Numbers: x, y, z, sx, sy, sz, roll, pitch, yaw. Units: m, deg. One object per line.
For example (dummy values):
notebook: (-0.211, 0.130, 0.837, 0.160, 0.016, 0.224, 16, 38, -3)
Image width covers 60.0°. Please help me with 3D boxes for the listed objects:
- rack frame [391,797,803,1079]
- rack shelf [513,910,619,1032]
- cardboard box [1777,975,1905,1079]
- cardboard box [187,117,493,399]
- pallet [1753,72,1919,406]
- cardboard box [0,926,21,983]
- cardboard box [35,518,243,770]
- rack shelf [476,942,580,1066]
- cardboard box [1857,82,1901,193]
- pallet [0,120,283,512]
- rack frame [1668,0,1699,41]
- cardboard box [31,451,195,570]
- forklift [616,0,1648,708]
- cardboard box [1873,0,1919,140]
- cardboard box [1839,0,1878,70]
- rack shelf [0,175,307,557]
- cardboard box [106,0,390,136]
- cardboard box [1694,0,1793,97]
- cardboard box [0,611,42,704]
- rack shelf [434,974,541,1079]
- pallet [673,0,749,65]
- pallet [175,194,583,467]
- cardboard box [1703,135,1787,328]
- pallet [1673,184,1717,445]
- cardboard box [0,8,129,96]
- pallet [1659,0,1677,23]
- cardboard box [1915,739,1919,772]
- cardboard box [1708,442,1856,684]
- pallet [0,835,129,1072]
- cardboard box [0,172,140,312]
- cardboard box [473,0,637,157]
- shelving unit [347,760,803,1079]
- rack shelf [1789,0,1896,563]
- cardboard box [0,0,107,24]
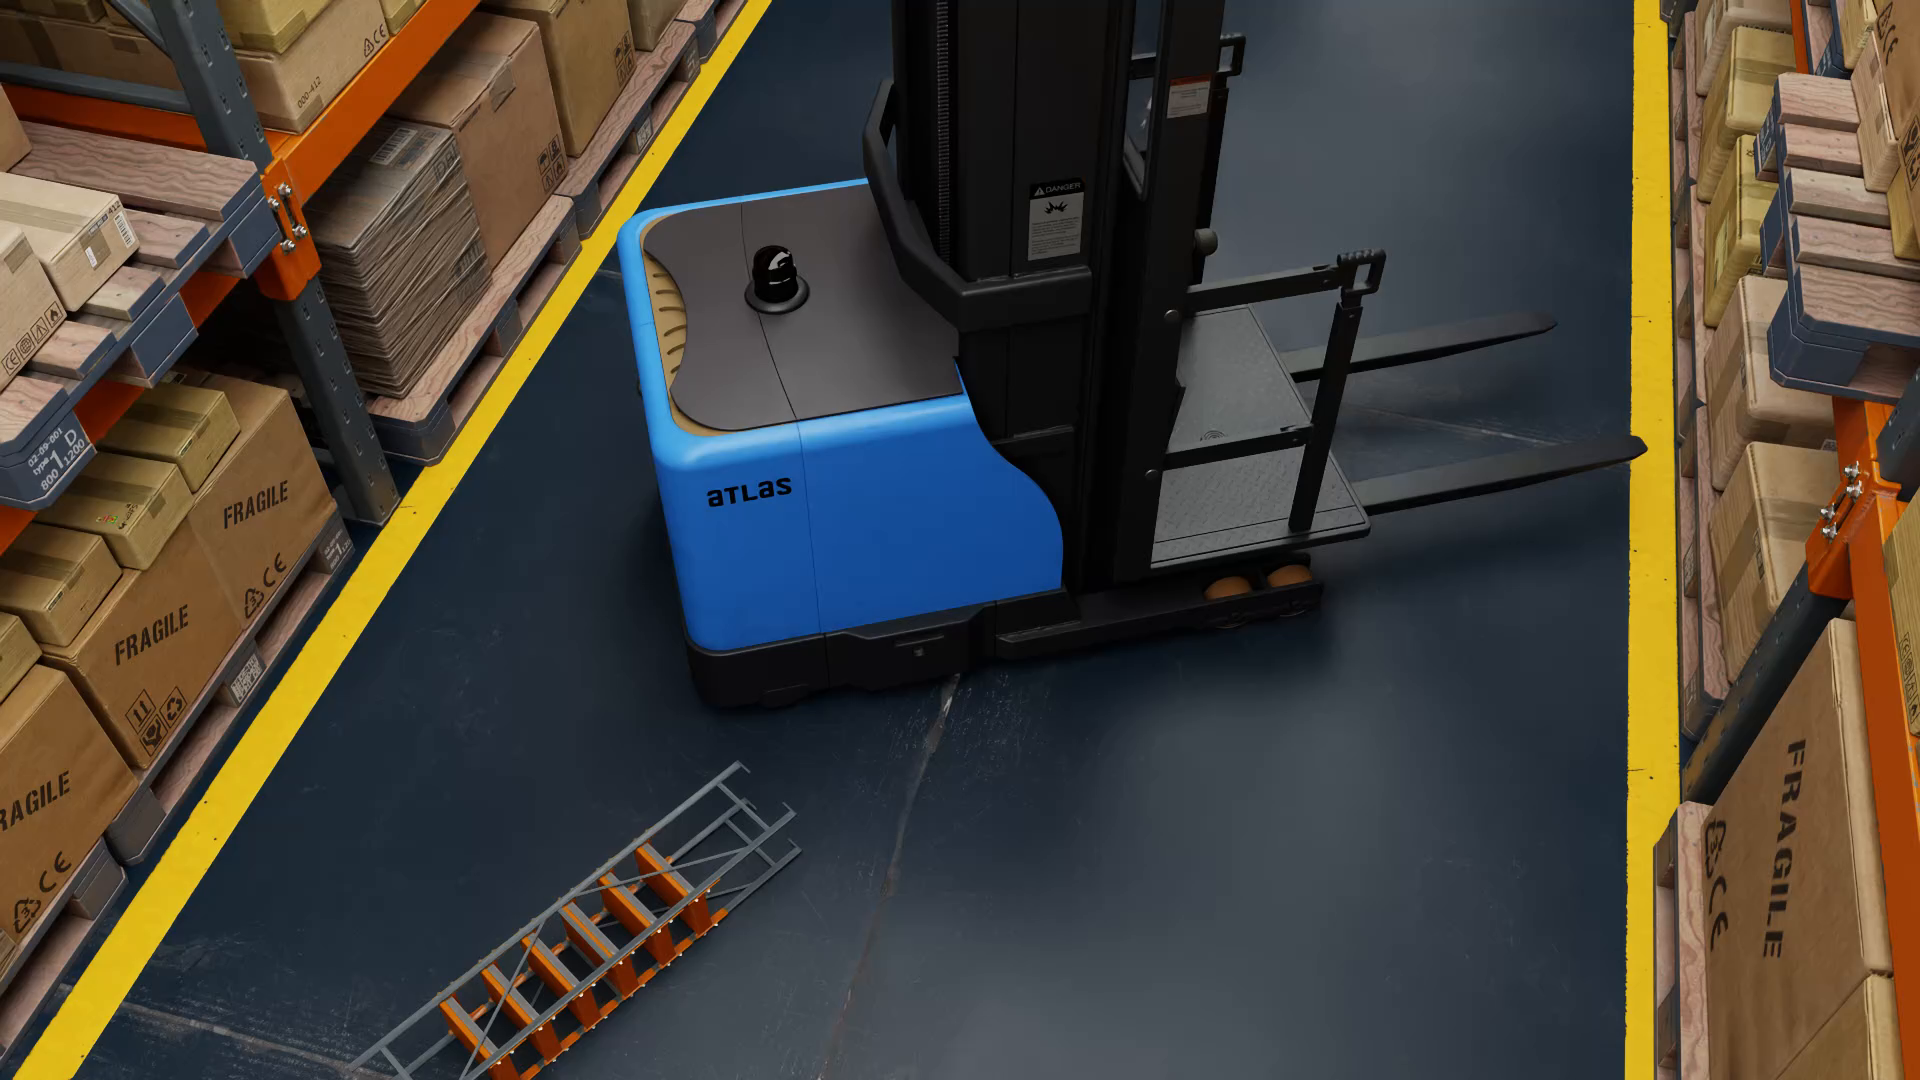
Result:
rack frame: (-0.933, 1.099, 4.271, 0.240, 0.006, 1.200, 37, 58, 28)
rack shelf: (-0.986, 1.079, 4.167, 0.258, 0.180, 0.103, 37, 58, 28)
cardboard box: (1.991, 1.496, 3.066, 0.875, 0.875, 0.875, 12, 50, 10)
cardboard box: (-2.120, -0.974, 5.413, 0.875, 0.625, 0.625, 13, 50, 11)
pallet: (2.577, -0.669, 3.968, 1.213, 0.211, 1.003, 12, 50, 10)
cardboard box: (-2.597, 0.982, 3.770, 0.500, 0.500, 0.500, 10, 49, 9)
cardboard box: (-2.343, 0.224, 4.439, 0.500, 0.500, 0.500, 11, 49, 9)
rack shelf: (-1.070, 1.144, 4.111, 0.258, 0.180, 0.103, 37, 58, 28)
cardboard box: (2.375, -0.934, 3.962, 0.380, 0.149, 0.250, 11, 50, 10)
pallet: (-2.408, -0.605, 3.911, 1.213, 0.211, 1.003, 12, 50, 10)
rack frame: (3.545, -3.089, 5.976, 1.000, 3.000, 0.127, 12, 50, 10)
cardboard box: (-2.225, -0.088, 4.282, 0.380, 0.149, 0.250, 9, 49, 8)
forklift: (0.606, -1.080, 4.248, 3.031, 2.935, 1.130, -10, 49, -9)
cardboard box: (2.469, -1.226, 3.786, 0.500, 0.500, 0.500, 11, 49, 9)
cardboard box: (2.508, -1.317, 4.299, 0.380, 0.149, 0.250, 12, 50, 11)
rack shelf: (-2.824, 0.512, 3.277, 1.077, 0.370, 4.000, 12, 50, 10)
cardboard box: (-1.945, -1.396, 4.581, 0.500, 0.250, 0.500, 12, 50, 10)
cardboard box: (3.409, -1.979, 6.468, 0.950, 0.372, 0.625, 12, 50, 11)
cardboard box: (-2.450, 0.275, 3.961, 0.380, 0.149, 0.250, 13, 50, 11)
rack shelf: (-1.155, 1.208, 4.055, 0.258, 0.180, 0.103, 37, 58, 28)
pallet: (-1.401, -2.603, 7.406, 1.003, 0.211, 1.213, 12, 50, 10)
pallet: (-2.043, -0.838, 5.849, 1.003, 0.211, 1.213, 12, 50, 10)
cardboard box: (3.042, -0.955, 5.565, 0.950, 0.372, 0.625, 13, 50, 11)
pallet: (3.022, -0.718, 5.743, 1.003, 0.211, 1.213, 12, 50, 10)
cardboard box: (-2.426, -1.499, 4.672, 0.500, 0.250, 0.500, 11, 49, 9)
pallet: (3.687, -2.659, 7.456, 1.003, 0.211, 1.213, 12, 50, 10)
cardboard box: (2.002, 0.533, 2.879, 0.500, 0.250, 0.500, 10, 49, 9)
cardboard box: (2.650, 0.128, 4.609, 0.950, 0.372, 0.625, 9, 49, 7)
pallet: (-2.854, 1.162, 4.083, 1.003, 0.211, 1.213, 12, 50, 10)
cardboard box: (-2.100, -0.678, 3.735, 0.380, 0.149, 0.250, 12, 50, 11)
cardboard box: (-1.779, -1.936, 6.261, 0.875, 0.625, 0.625, 10, 49, 8)
shelving unit: (-0.933, 1.039, 4.202, 0.258, 0.189, 1.200, 37, 58, 28)
rack shelf: (3.018, -1.404, 4.969, 1.077, 0.370, 4.000, 12, 50, 10)
cardboard box: (-2.448, -1.668, 4.488, 0.500, 0.250, 0.500, 13, 50, 11)
